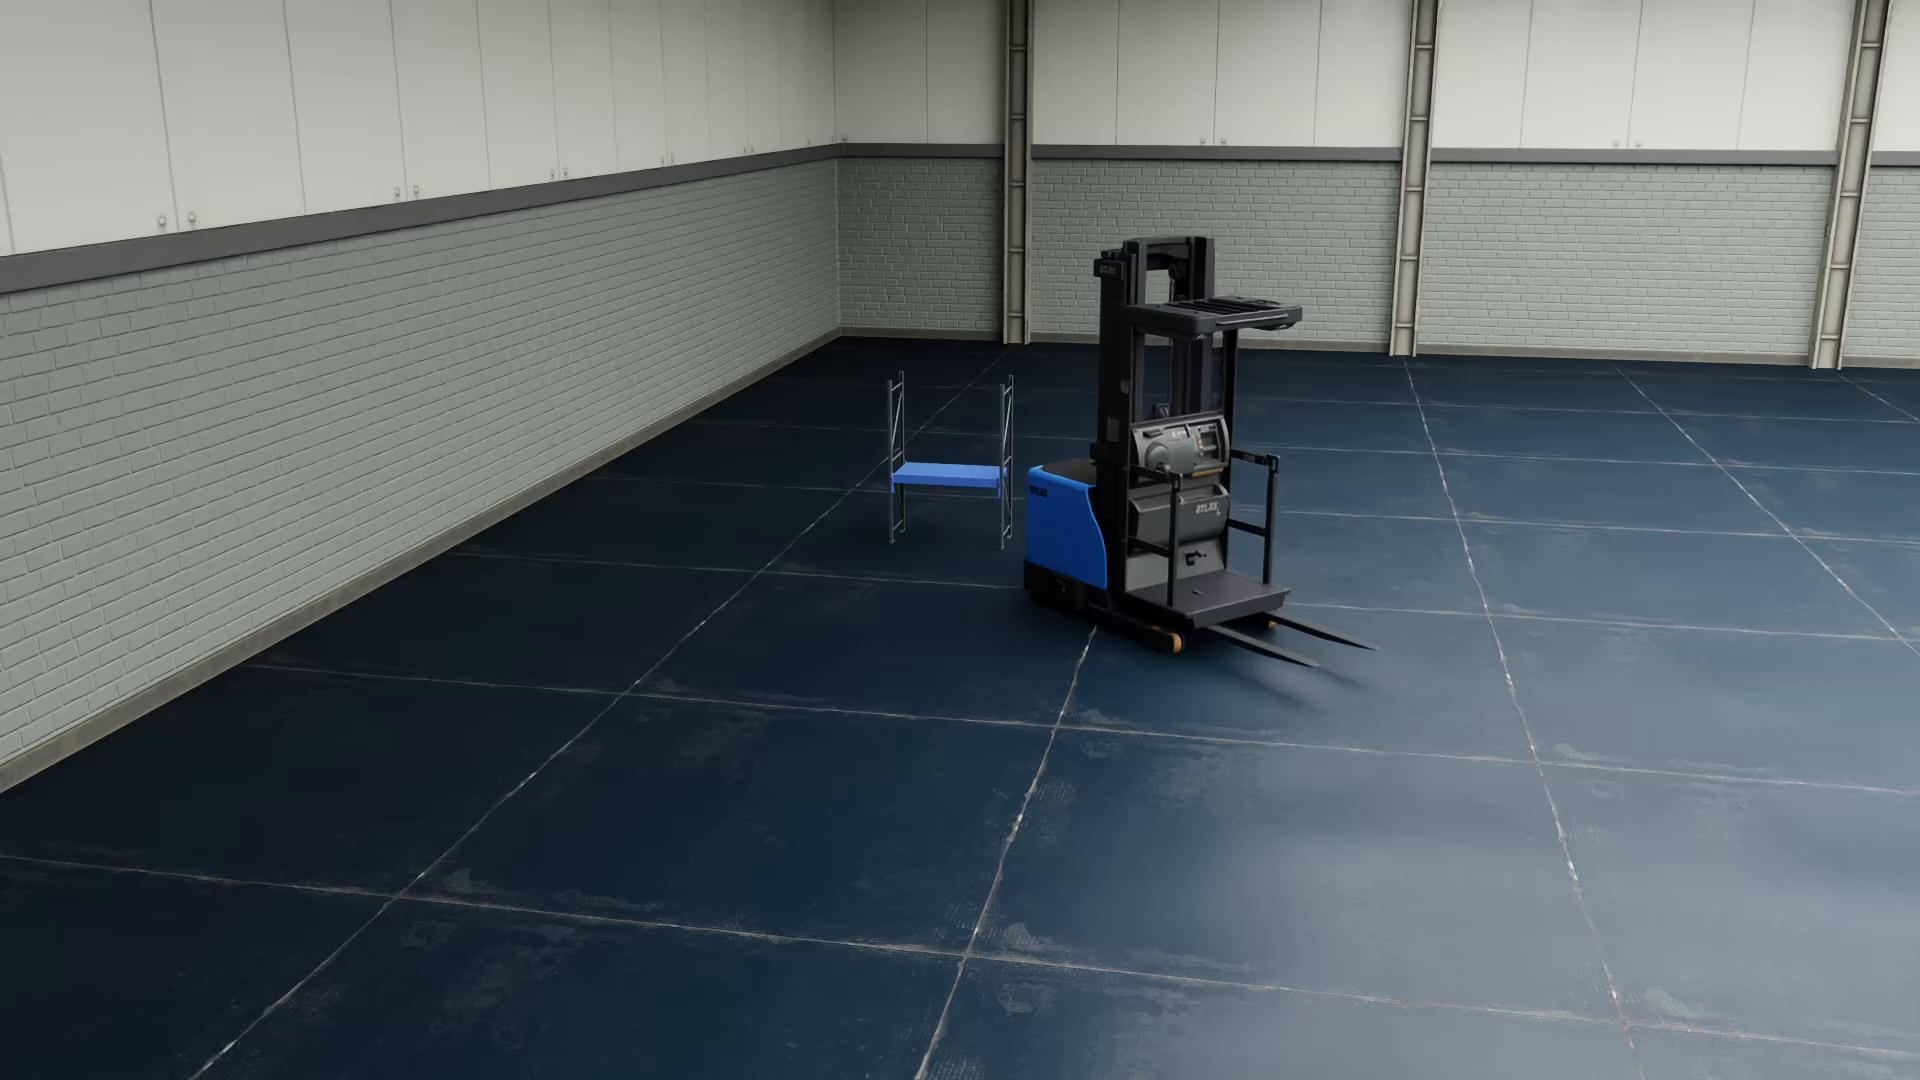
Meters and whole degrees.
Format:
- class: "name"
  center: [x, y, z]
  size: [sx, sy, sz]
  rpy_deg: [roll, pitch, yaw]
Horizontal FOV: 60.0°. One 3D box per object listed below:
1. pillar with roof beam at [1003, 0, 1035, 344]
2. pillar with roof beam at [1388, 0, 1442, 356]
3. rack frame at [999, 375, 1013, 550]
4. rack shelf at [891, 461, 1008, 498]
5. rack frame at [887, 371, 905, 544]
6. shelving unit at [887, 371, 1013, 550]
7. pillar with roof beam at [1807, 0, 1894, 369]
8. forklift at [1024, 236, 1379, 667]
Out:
- class: "pillar with roof beam"
  center: [0.056, -6.384, 21.441]
  size: [0.400, 9.000, 9.100]
  rpy_deg: [3, 16, 11]
- class: "pillar with roof beam"
  center: [5.936, -6.065, 20.289]
  size: [0.400, 9.000, 9.100]
  rpy_deg: [3, 16, 11]
- class: "rack frame"
  center: [0.415, -0.700, 14.969]
  size: [0.032, 1.500, 0.500]
  rpy_deg: [3, 16, 11]
- class: "rack shelf"
  center: [-0.084, -0.554, 15.114]
  size: [1.000, 0.185, 0.538]
  rpy_deg: [3, 16, 11]
- class: "rack frame"
  center: [-0.582, -0.754, 15.164]
  size: [0.032, 1.500, 0.500]
  rpy_deg: [3, 16, 11]
- class: "shelving unit"
  center: [-0.084, -0.727, 15.066]
  size: [1.048, 1.500, 0.538]
  rpy_deg: [3, 16, 11]
- class: "pillar with roof beam"
  center: [11.816, -5.746, 19.137]
  size: [0.400, 9.000, 9.100]
  rpy_deg: [3, 16, 11]
- class: "forklift"
  center: [1.790, -0.716, 12.345]
  size: [1.130, 2.935, 3.031]
  rpy_deg: [-11, 19, -34]
